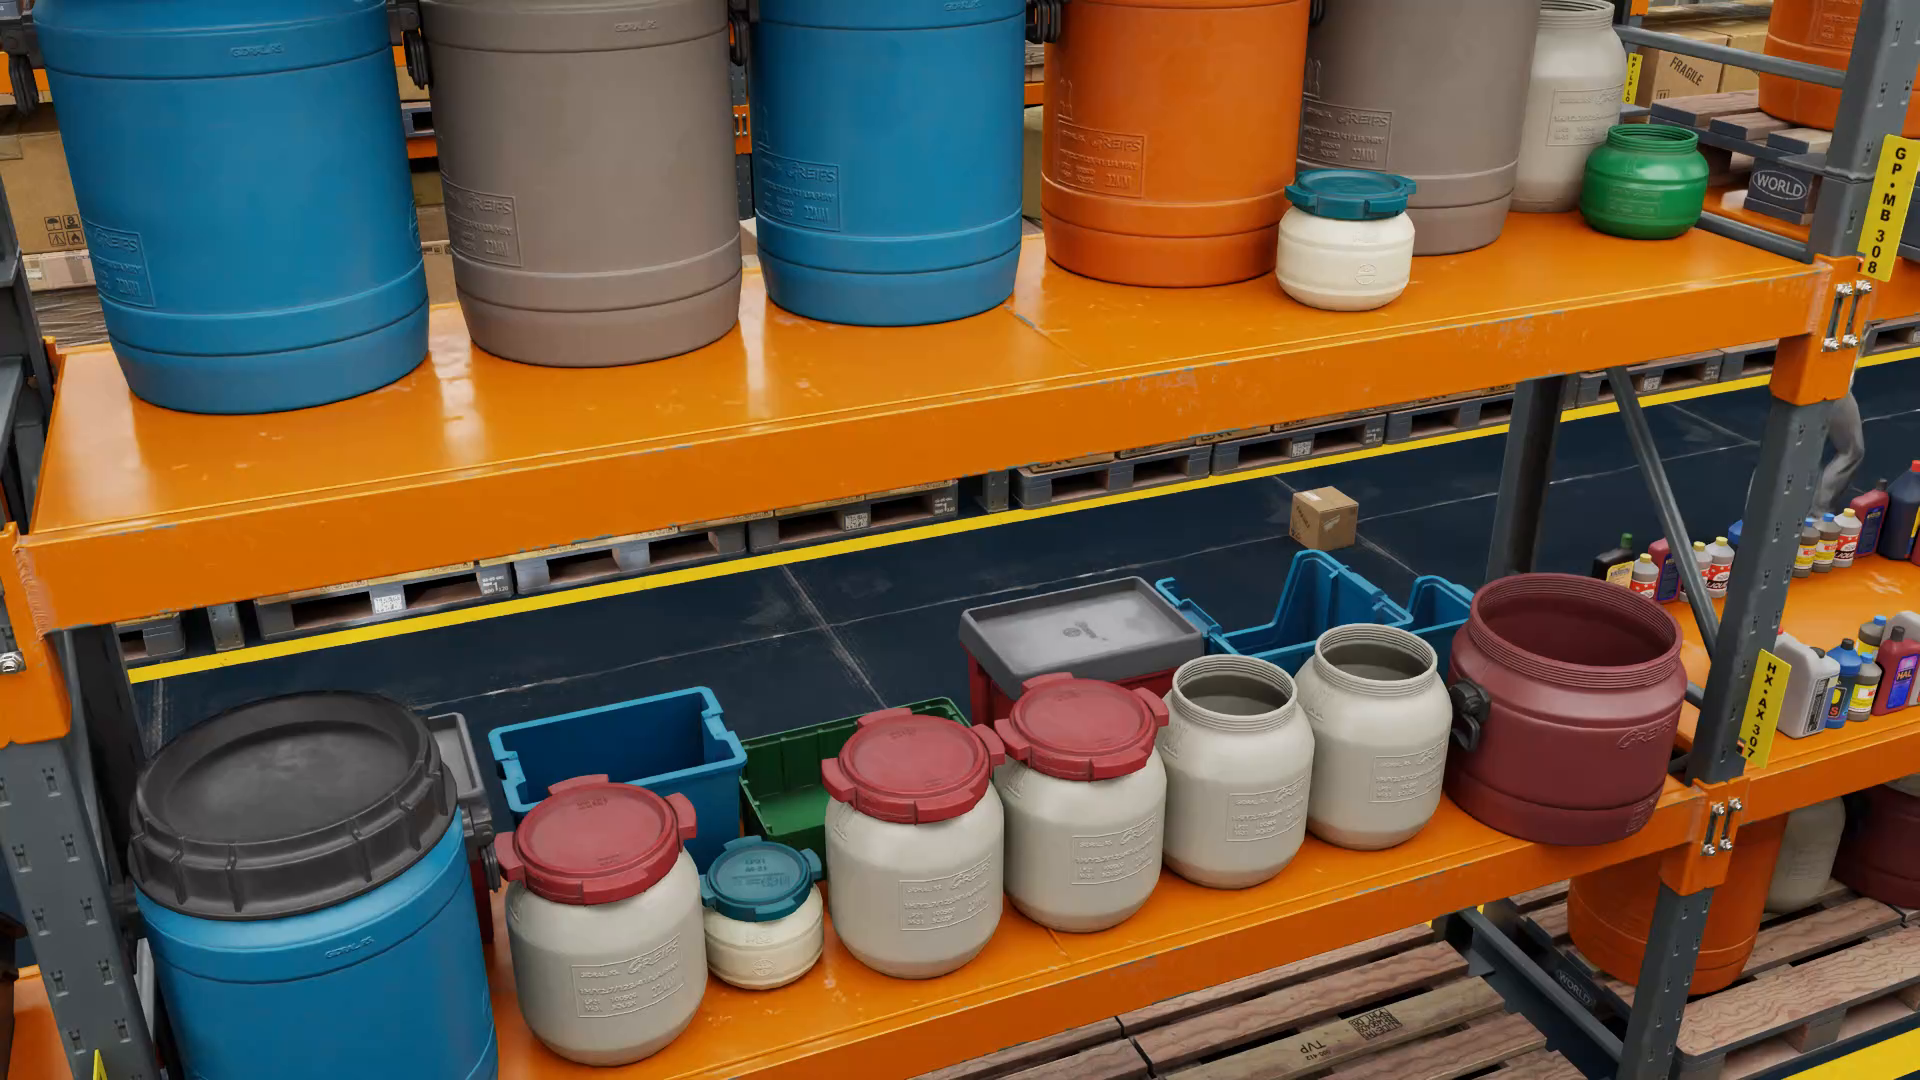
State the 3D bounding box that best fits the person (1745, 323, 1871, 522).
[{"bbox_3d":[4.477,-0.764,8.677,0.504,1.754,0.478,-3,26,-7],"label":"person"}]
